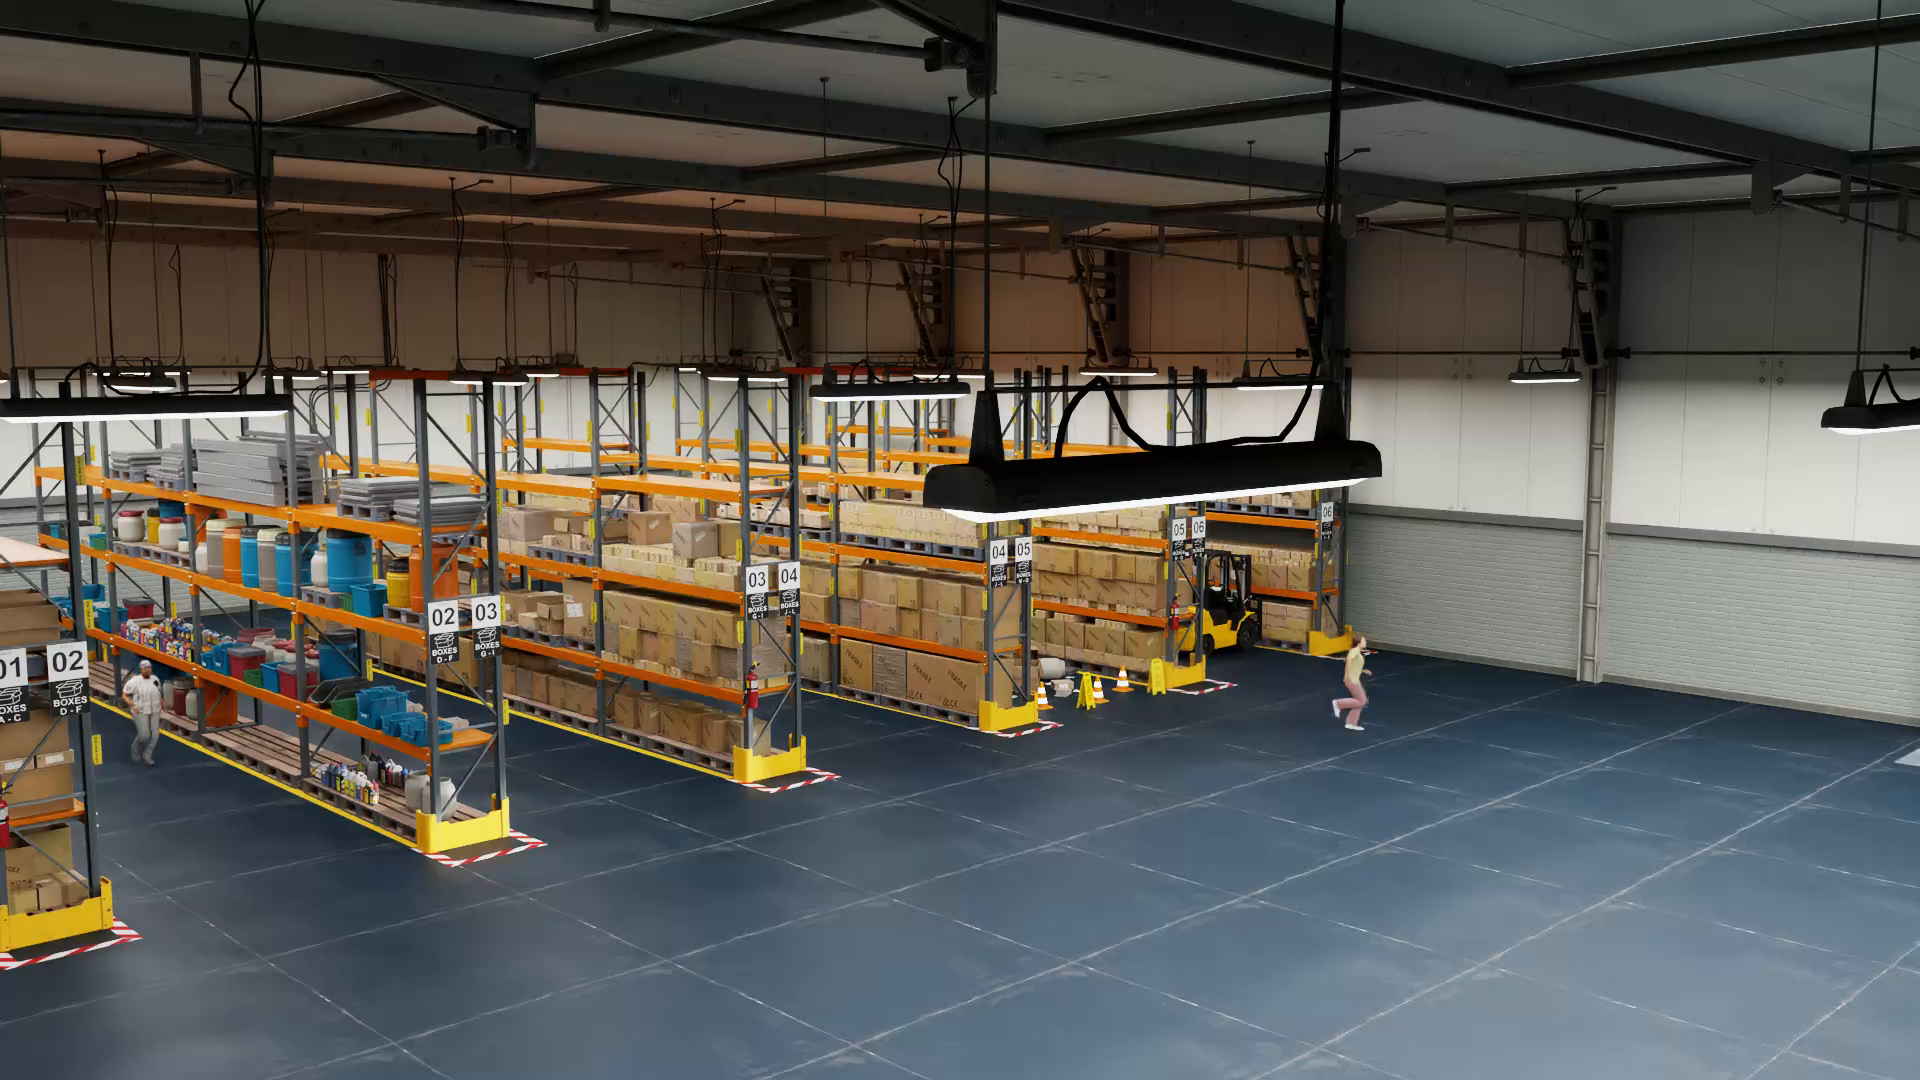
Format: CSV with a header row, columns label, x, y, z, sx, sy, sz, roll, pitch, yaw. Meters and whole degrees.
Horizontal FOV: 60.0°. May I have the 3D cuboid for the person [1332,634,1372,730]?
label,x,y,z,sx,sy,sz,roll,pitch,yaw
person,6.604,2.394,27.972,0.644,1.620,0.618,1,7,10

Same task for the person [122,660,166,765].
label,x,y,z,sx,sy,sz,roll,pitch,yaw
person,-12.465,2.649,25.505,0.536,1.622,0.581,5,8,38
